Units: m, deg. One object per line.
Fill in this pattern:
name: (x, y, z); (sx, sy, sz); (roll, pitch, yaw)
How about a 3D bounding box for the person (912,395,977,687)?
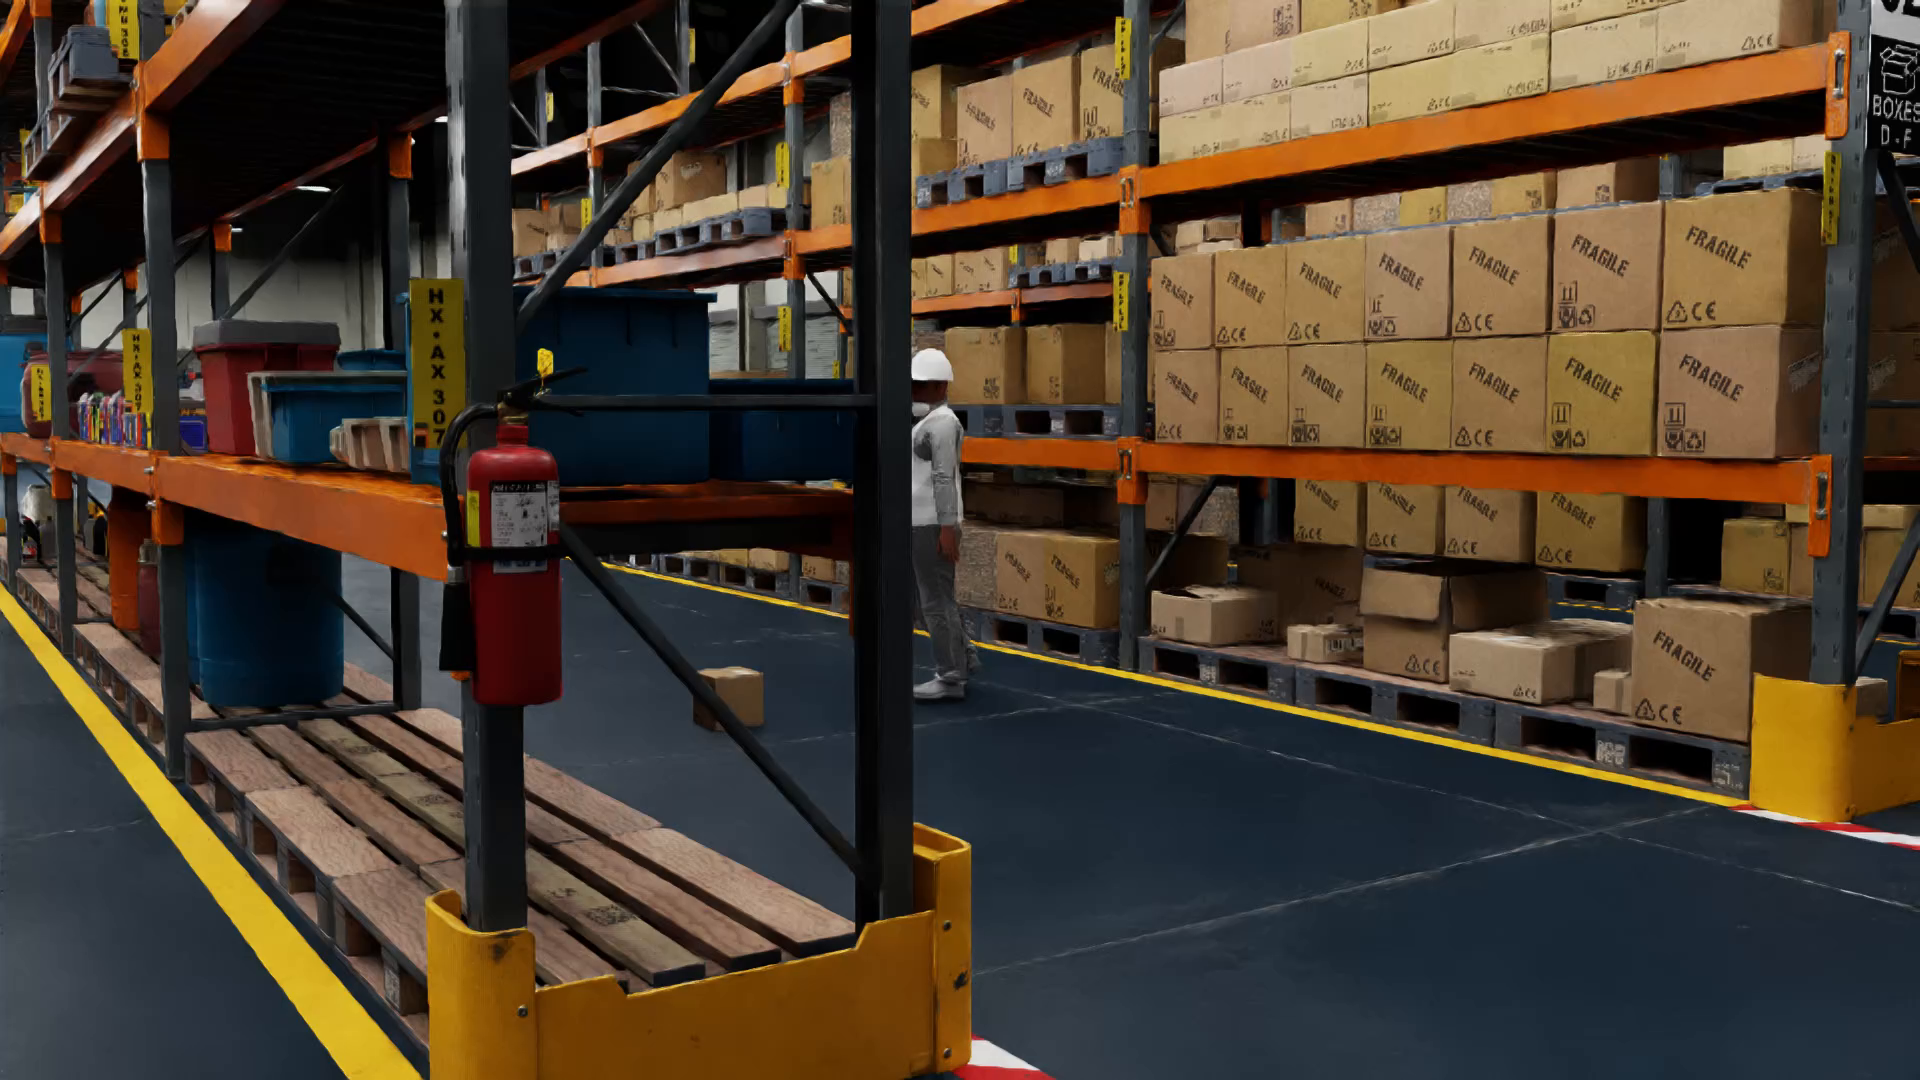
person: (-0.119, 0.004, 8.465); (0.436, 1.480, 0.516); (0, 5, -4)
